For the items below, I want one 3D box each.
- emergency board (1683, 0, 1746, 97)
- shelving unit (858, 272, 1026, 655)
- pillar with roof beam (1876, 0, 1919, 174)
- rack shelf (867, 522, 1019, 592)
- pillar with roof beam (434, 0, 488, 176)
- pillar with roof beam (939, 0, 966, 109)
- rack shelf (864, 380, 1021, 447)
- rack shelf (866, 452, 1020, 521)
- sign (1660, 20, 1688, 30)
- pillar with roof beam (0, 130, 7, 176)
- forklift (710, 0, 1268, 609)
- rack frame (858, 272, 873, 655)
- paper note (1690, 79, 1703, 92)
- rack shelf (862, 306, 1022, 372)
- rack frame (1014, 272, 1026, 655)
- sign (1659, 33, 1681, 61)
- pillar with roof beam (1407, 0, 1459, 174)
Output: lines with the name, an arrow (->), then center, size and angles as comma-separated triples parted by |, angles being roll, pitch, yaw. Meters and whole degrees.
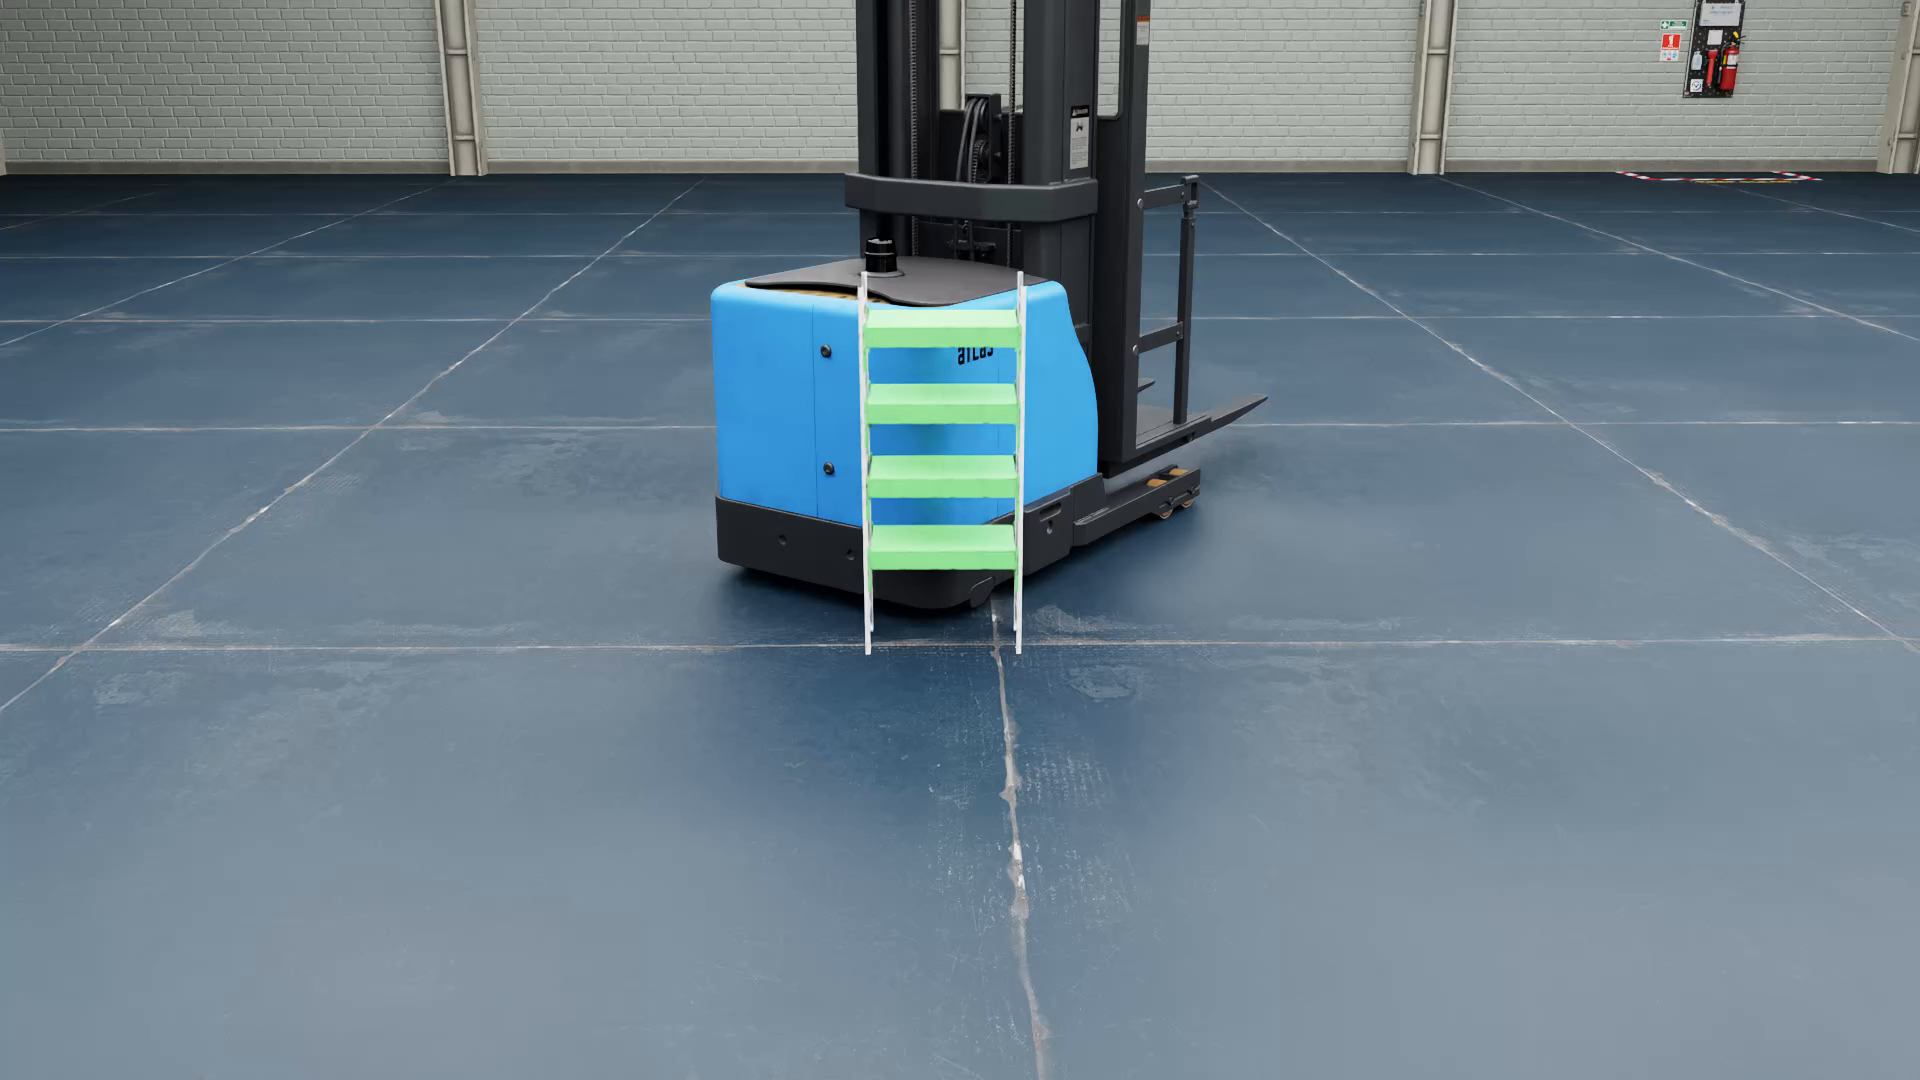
emergency board -> 9.394, -6.085, 20.606 | 0.643, 1.169, 0.194 | 0, 18, -1
shelving unit -> -0.055, -0.233, 5.293 | 0.503, 1.200, 0.258 | 0, 20, 0
pillar with roof beam -> 11.933, -7.627, 15.592 | 0.400, 9.000, 9.100 | 0, 18, -1
rack shelf -> -0.055, 0.052, 5.397 | 0.480, 0.148, 0.258 | 0, 20, 0
pillar with roof beam -> -6.065, -7.540, 15.321 | 0.400, 9.000, 9.100 | 0, 18, -1
pillar with roof beam -> -0.065, -7.569, 15.411 | 0.400, 9.000, 9.100 | 0, 18, -1
rack shelf -> -0.055, -0.399, 5.233 | 0.480, 0.148, 0.258 | 0, 20, 0
rack shelf -> -0.055, -0.173, 5.315 | 0.480, 0.148, 0.258 | 0, 20, 0
sign -> 8.844, -6.381, 20.601 | 0.331, 0.109, 0.001 | 0, 18, -1
pillar with roof beam -> -12.064, -7.511, 15.231 | 0.400, 9.000, 9.100 | 0, 18, -1
forklift -> 0.353, -1.554, 6.593 | 1.130, 2.935, 3.031 | 12, 21, 32
rack frame -> -0.299, -0.232, 5.291 | 0.015, 1.200, 0.240 | 0, 20, 0
paper note -> 9.215, -5.686, 20.804 | 0.142, 0.148, 0.016 | 0, 18, -1
rack shelf -> -0.055, -0.624, 5.151 | 0.480, 0.148, 0.258 | 0, 20, 0
rack frame -> 0.189, -0.234, 5.295 | 0.015, 1.200, 0.240 | 0, 20, 0
sign -> 8.839, -6.131, 20.691 | 0.234, 0.329, 0.001 | 0, 18, -1
pillar with roof beam -> 5.934, -7.598, 15.502 | 0.400, 9.000, 9.100 | 0, 18, -1
